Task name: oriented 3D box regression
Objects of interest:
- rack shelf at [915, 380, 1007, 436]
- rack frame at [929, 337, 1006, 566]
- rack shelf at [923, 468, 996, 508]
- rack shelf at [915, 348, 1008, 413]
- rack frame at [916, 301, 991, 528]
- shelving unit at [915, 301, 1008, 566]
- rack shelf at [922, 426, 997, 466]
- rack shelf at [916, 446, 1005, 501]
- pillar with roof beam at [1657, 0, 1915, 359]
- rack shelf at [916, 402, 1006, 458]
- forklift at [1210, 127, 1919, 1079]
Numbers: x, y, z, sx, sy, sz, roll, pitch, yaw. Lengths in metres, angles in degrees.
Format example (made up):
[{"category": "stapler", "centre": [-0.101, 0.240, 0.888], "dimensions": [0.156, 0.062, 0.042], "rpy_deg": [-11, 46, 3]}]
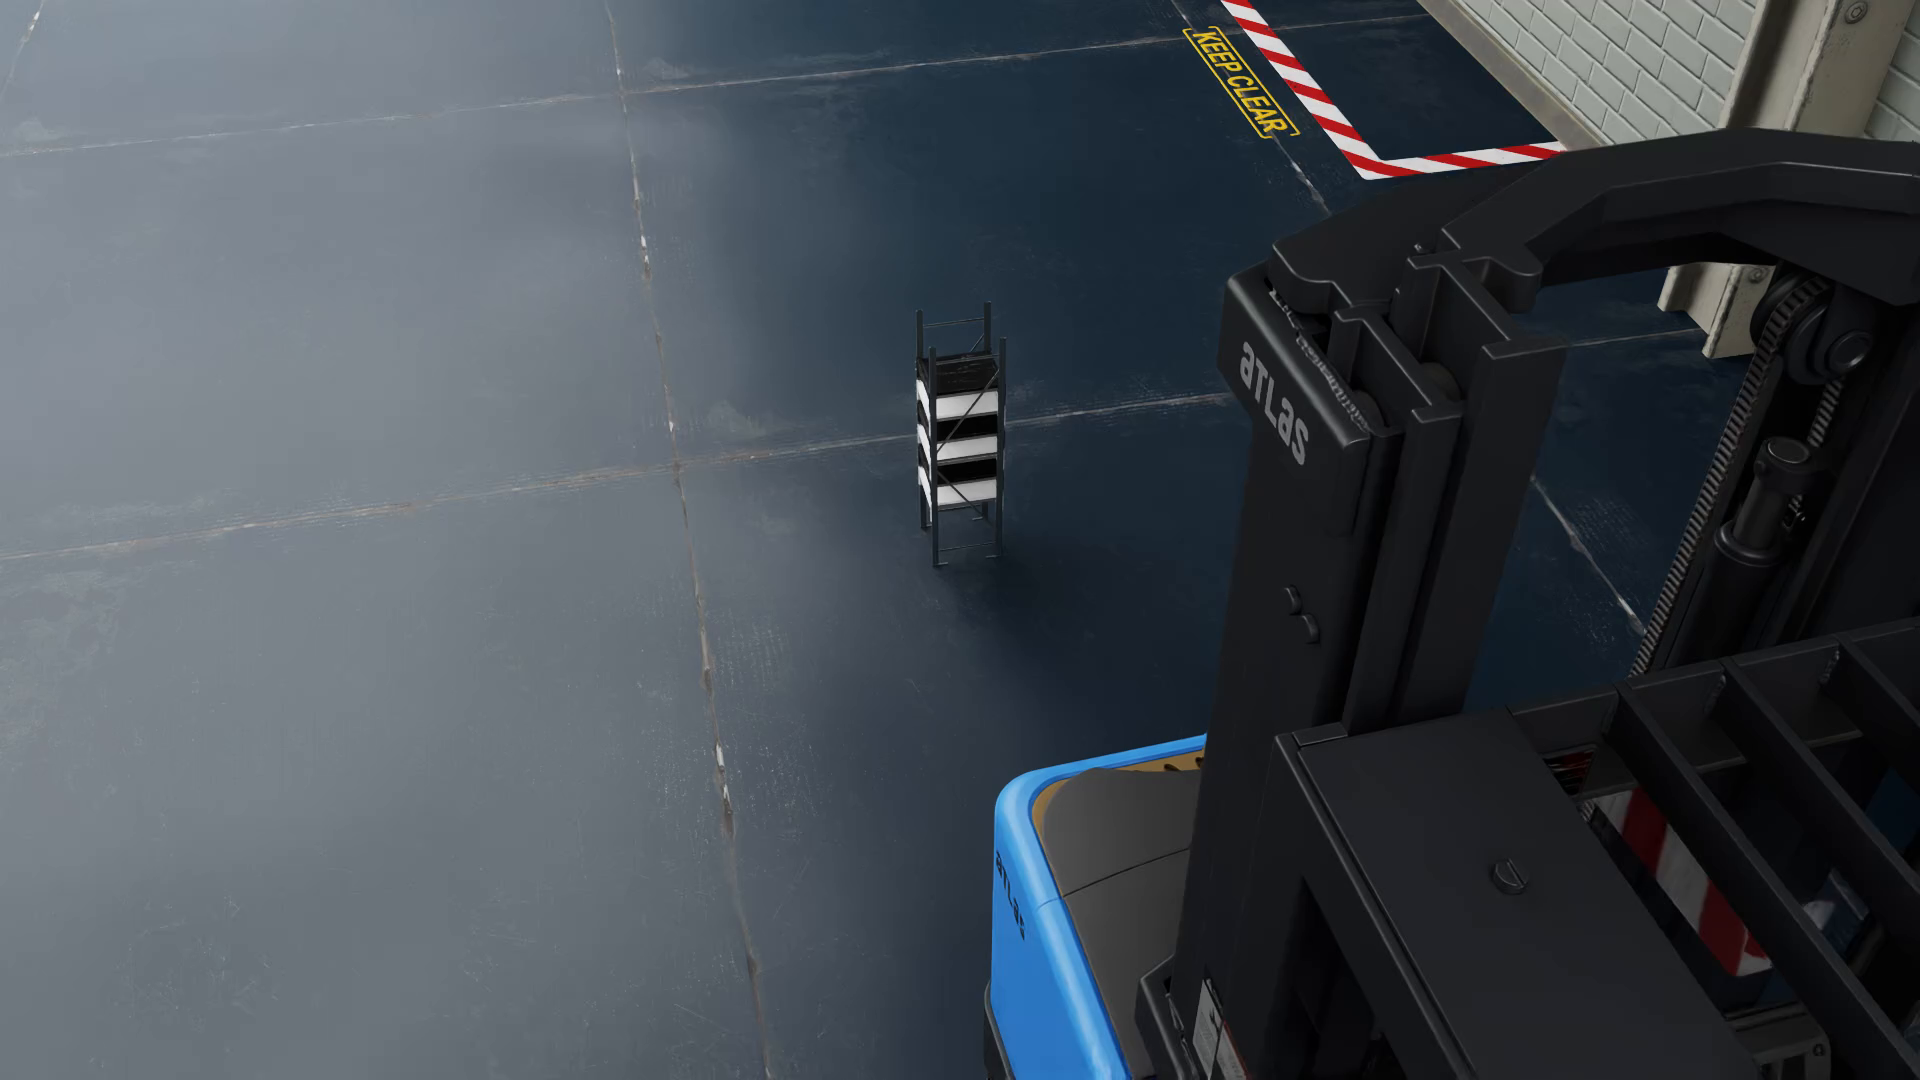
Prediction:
[{"category": "rack shelf", "centre": [0.002, -0.441, 5.348], "dimensions": [0.258, 0.077, 0.200], "rpy_deg": [-8, 42, -9]}, {"category": "rack frame", "centre": [0.024, -0.265, 5.371], "dimensions": [0.240, 0.900, 0.006], "rpy_deg": [-8, 42, -9]}, {"category": "rack shelf", "centre": [0.002, -0.187, 5.573], "dimensions": [0.221, 0.026, 0.190], "rpy_deg": [-8, 42, -9]}, {"category": "rack shelf", "centre": [0.002, -0.508, 5.288], "dimensions": [0.258, 0.077, 0.200], "rpy_deg": [-8, 42, -9]}, {"category": "rack frame", "centre": [-0.020, -0.397, 5.520], "dimensions": [0.240, 0.900, 0.006], "rpy_deg": [-8, 42, -9]}, {"category": "shelving unit", "centre": [0.002, -0.331, 5.445], "dimensions": [0.258, 0.900, 0.210], "rpy_deg": [-8, 42, -9]}, {"category": "rack shelf", "centre": [0.002, -0.322, 5.454], "dimensions": [0.221, 0.026, 0.190], "rpy_deg": [-8, 42, -9]}, {"category": "rack shelf", "centre": [0.002, -0.239, 5.527], "dimensions": [0.258, 0.077, 0.200], "rpy_deg": [-8, 42, -9]}, {"category": "pillar with roof beam", "centre": [-1.145, -3.612, 3.041], "dimensions": [9.100, 9.000, 0.400], "rpy_deg": [-8, 42, -9]}, {"category": "rack shelf", "centre": [0.002, -0.374, 5.408], "dimensions": [0.258, 0.077, 0.200], "rpy_deg": [-8, 42, -9]}, {"category": "forklift", "centre": [0.927, 1.079, 2.326], "dimensions": [1.110, 2.935, 3.031], "rpy_deg": [-10, 43, -11]}]
